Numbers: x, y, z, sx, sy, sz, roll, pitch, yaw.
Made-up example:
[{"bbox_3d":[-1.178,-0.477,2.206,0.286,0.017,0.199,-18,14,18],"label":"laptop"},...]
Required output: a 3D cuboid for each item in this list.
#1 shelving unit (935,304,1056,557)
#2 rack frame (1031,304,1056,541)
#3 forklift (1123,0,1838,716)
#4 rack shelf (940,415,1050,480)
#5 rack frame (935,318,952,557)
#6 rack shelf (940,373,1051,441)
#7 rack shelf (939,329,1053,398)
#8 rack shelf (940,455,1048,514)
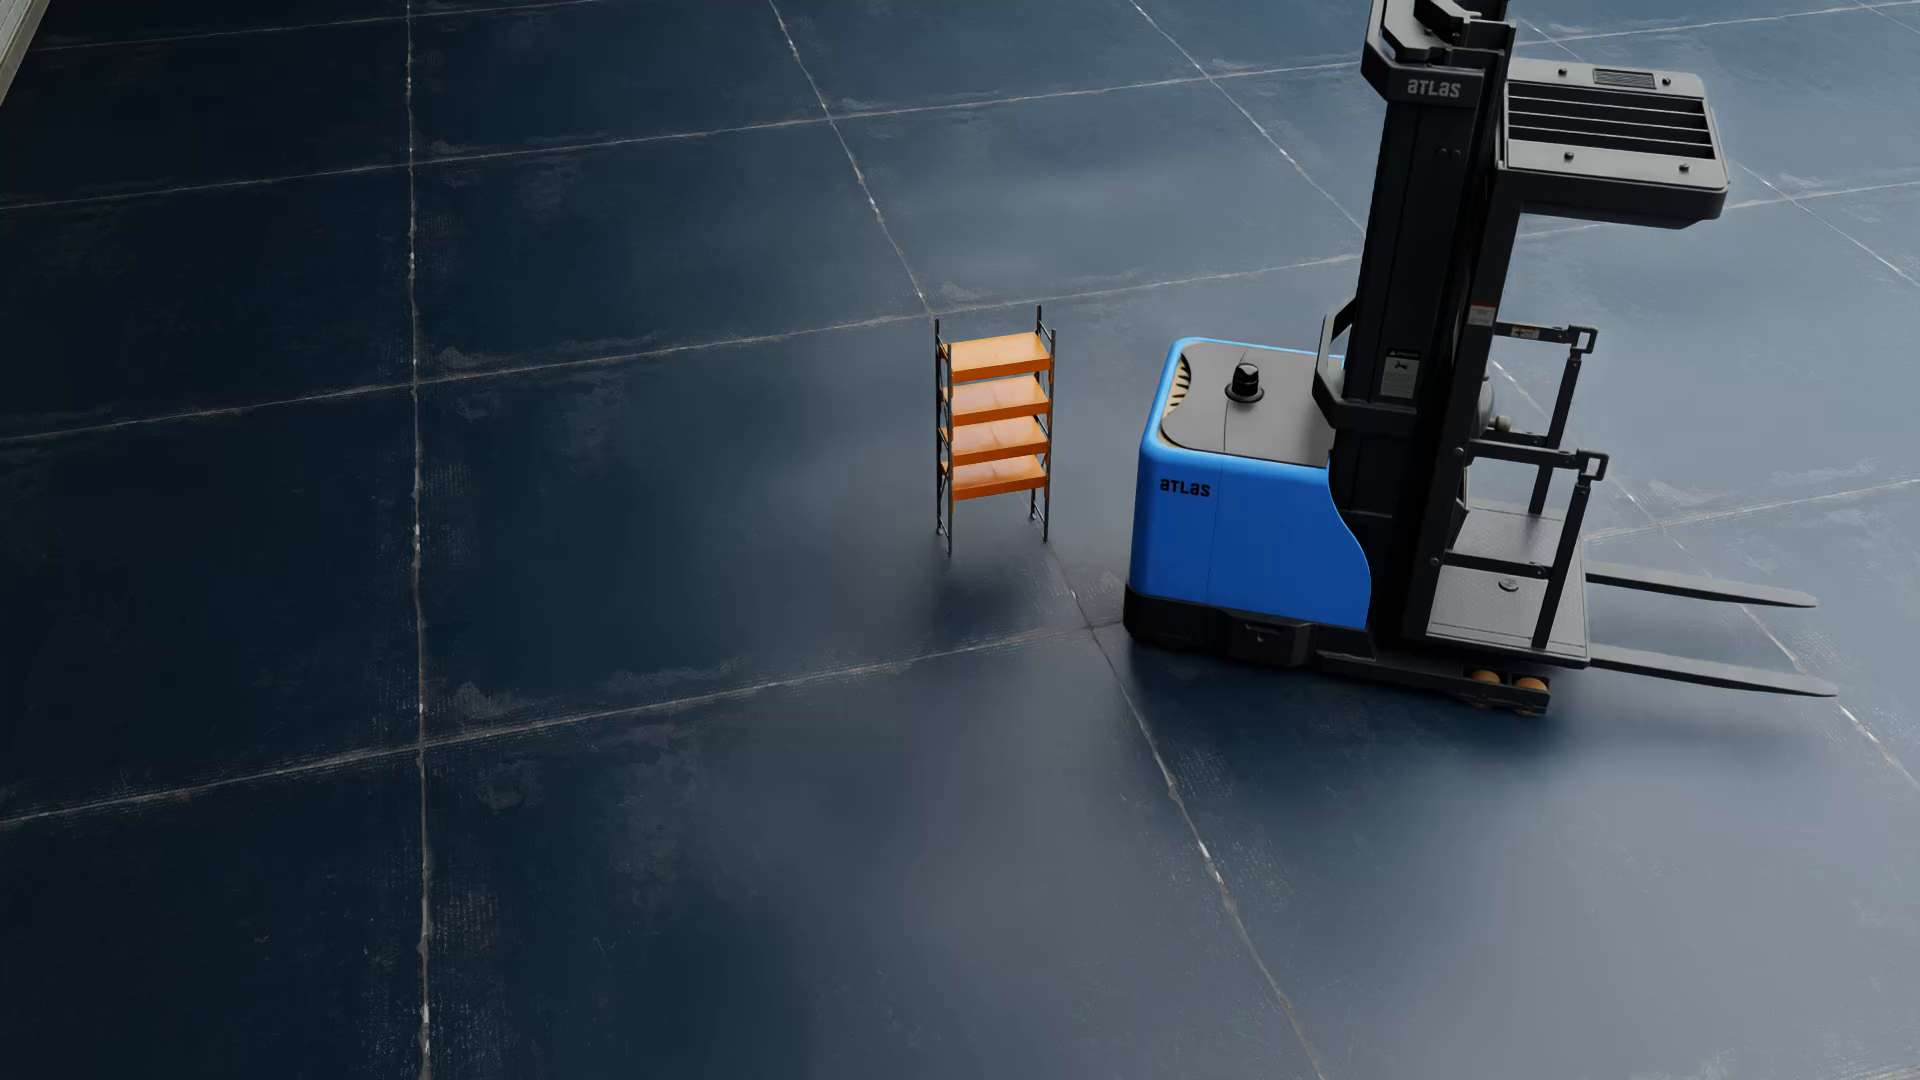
[{"bbox_3d":[0.160,-0.503,7.899,0.503,1.200,0.258,-9,38,-12],"label":"shelving unit"},{"bbox_3d":[0.395,-0.541,7.950,0.015,1.200,0.240,-9,38,-12],"label":"rack frame"},{"bbox_3d":[2.320,-0.760,6.810,3.031,2.935,1.130,9,38,11],"label":"forklift"},{"bbox_3d":[0.160,-0.449,7.940,0.480,0.148,0.258,-9,38,-12],"label":"rack shelf"},{"bbox_3d":[-0.076,-0.464,7.849,0.015,1.200,0.240,-9,38,-12],"label":"rack frame"},{"bbox_3d":[0.160,-0.627,7.804,0.480,0.148,0.258,-9,38,-12],"label":"rack shelf"},{"bbox_3d":[0.160,-0.815,7.660,0.480,0.148,0.258,-9,38,-12],"label":"rack shelf"},{"bbox_3d":[0.160,-0.292,8.061,0.480,0.148,0.258,-9,38,-12],"label":"rack shelf"}]
